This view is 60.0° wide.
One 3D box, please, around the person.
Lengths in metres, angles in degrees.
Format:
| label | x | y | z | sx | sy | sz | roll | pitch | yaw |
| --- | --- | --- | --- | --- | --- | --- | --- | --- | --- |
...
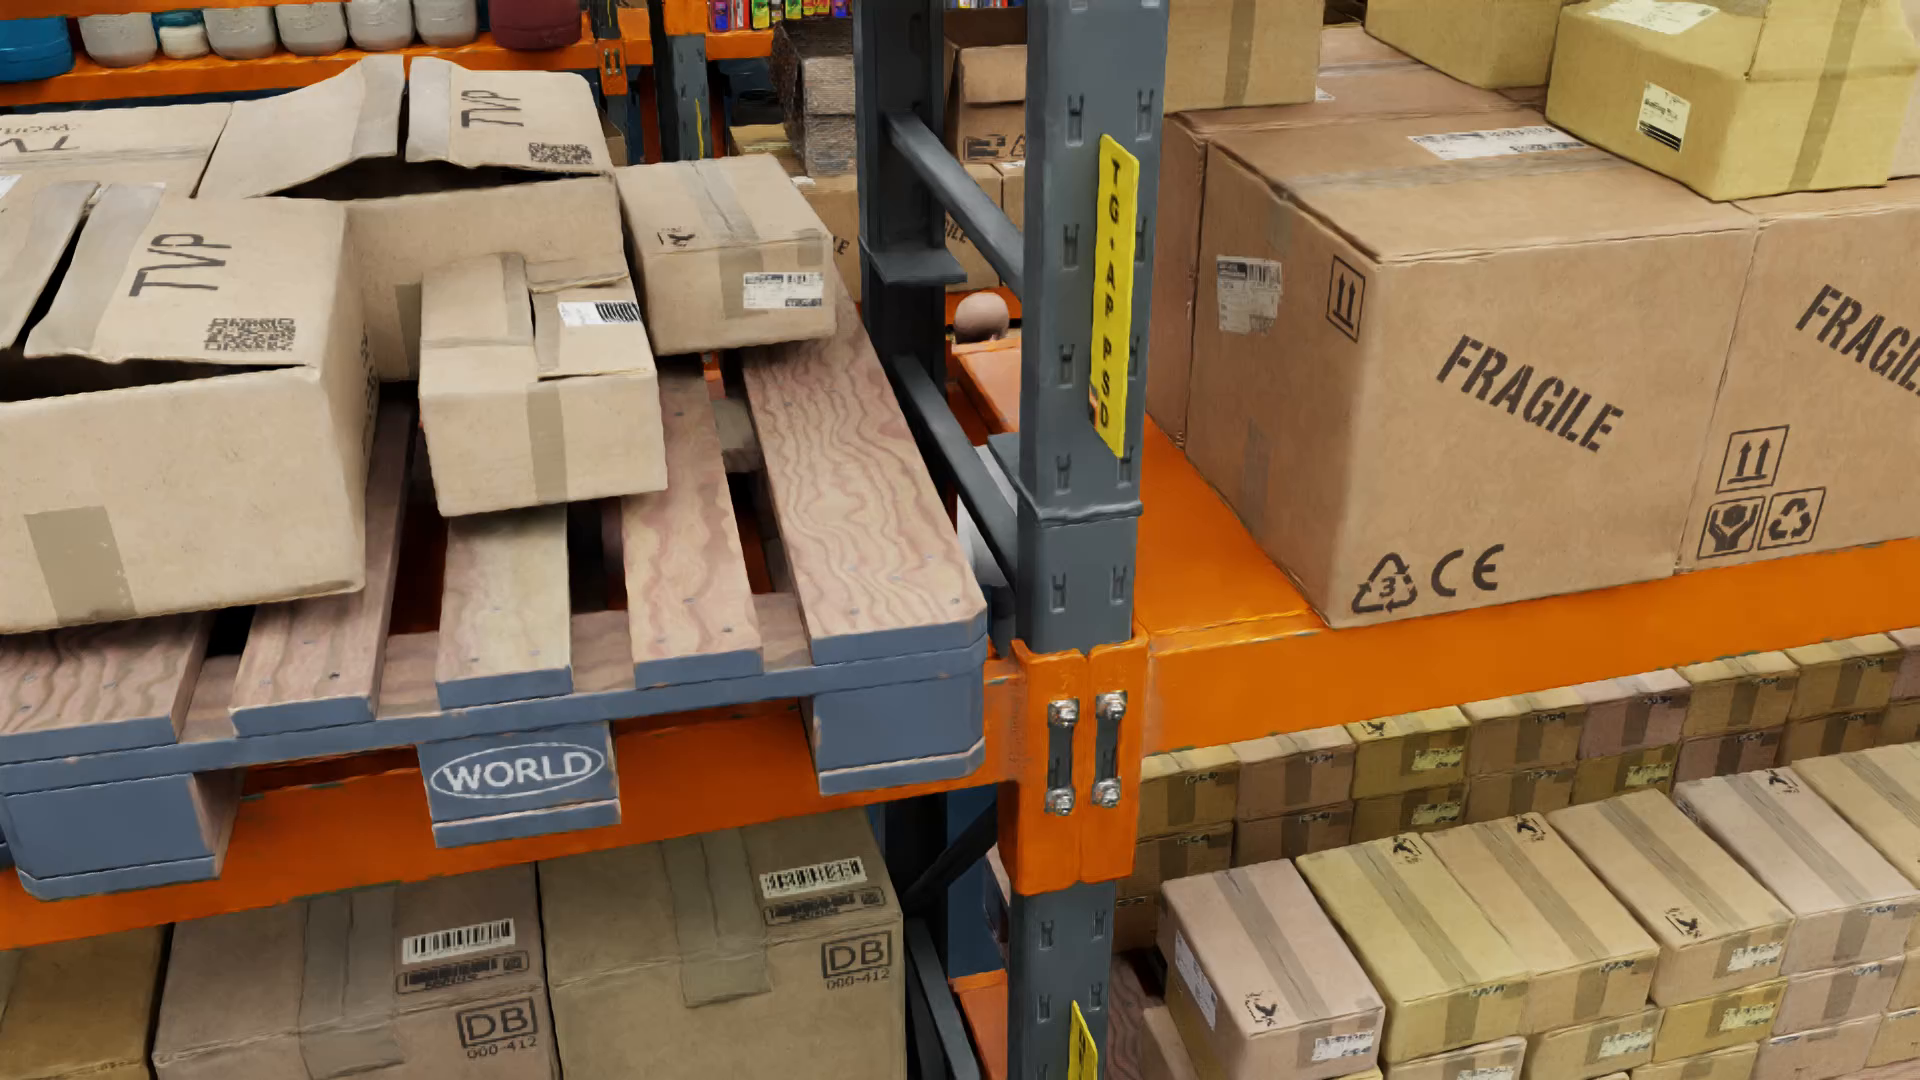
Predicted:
| label | x | y | z | sx | sy | sz | roll | pitch | yaw |
| --- | --- | --- | --- | --- | --- | --- | --- | --- | --- |
| person | 0.087 | -0.076 | 6.320 | 0.675 | 1.678 | 0.624 | 6 | 30 | 10 |
